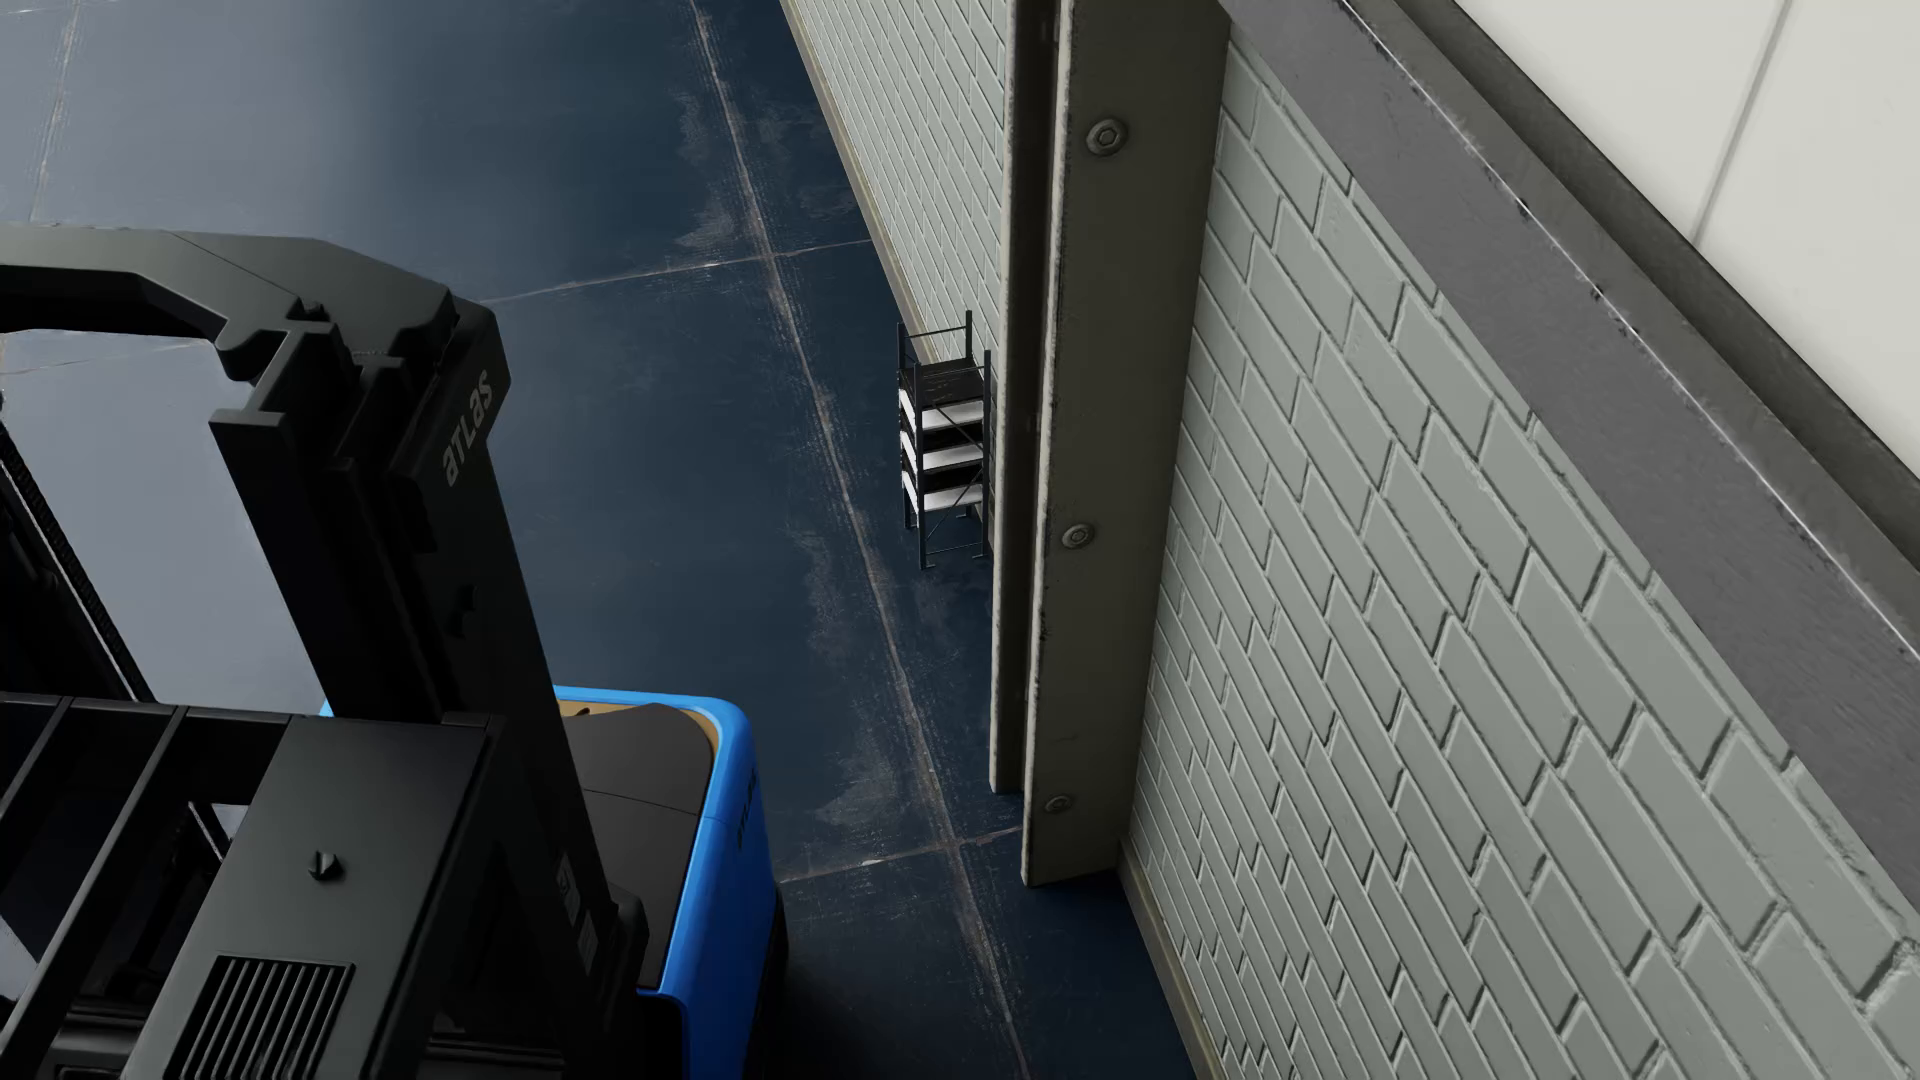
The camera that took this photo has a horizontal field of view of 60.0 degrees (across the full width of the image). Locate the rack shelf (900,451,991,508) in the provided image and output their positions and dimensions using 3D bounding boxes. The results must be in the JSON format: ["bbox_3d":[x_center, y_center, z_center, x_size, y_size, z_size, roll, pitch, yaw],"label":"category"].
[{"bbox_3d":[-0.049,-0.223,5.511,0.258,0.077,0.200,-12,47,-11],"label":"rack shelf"}]

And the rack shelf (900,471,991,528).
[{"bbox_3d":[-0.049,-0.160,5.576,0.258,0.077,0.200,-12,47,-11],"label":"rack shelf"}]

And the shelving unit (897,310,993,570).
[{"bbox_3d":[-0.049,-0.310,5.423,0.258,0.900,0.210,-12,47,-11],"label":"shelving unit"}]

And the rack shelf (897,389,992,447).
[{"bbox_3d":[-0.050,-0.412,5.318,0.258,0.077,0.200,-12,47,-11],"label":"rack shelf"}]

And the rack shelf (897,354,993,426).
[{"bbox_3d":[-0.050,-0.475,5.254,0.258,0.077,0.200,-12,47,-11],"label":"rack shelf"}]

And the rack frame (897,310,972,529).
[{"bbox_3d":[-0.077,-0.380,5.492,0.240,0.900,0.006,-12,47,-11],"label":"rack frame"}]

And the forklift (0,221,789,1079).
[{"bbox_3d":[-1.127,1.115,2.605,1.130,2.935,3.031,4,46,4],"label":"forklift"}]

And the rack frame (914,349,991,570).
[{"bbox_3d":[-0.021,-0.240,5.355,0.240,0.900,0.006,-12,47,-11],"label":"rack frame"}]

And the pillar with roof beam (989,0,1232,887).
[{"bbox_3d":[-3.875,-1.530,0.949,9.100,9.000,0.400,-11,47,-10],"label":"pillar with roof beam"}]

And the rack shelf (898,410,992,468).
[{"bbox_3d":[-0.049,-0.349,5.383,0.258,0.077,0.200,-12,47,-11],"label":"rack shelf"}]

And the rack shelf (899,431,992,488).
[{"bbox_3d":[-0.049,-0.286,5.447,0.258,0.077,0.200,-12,47,-11],"label":"rack shelf"}]
